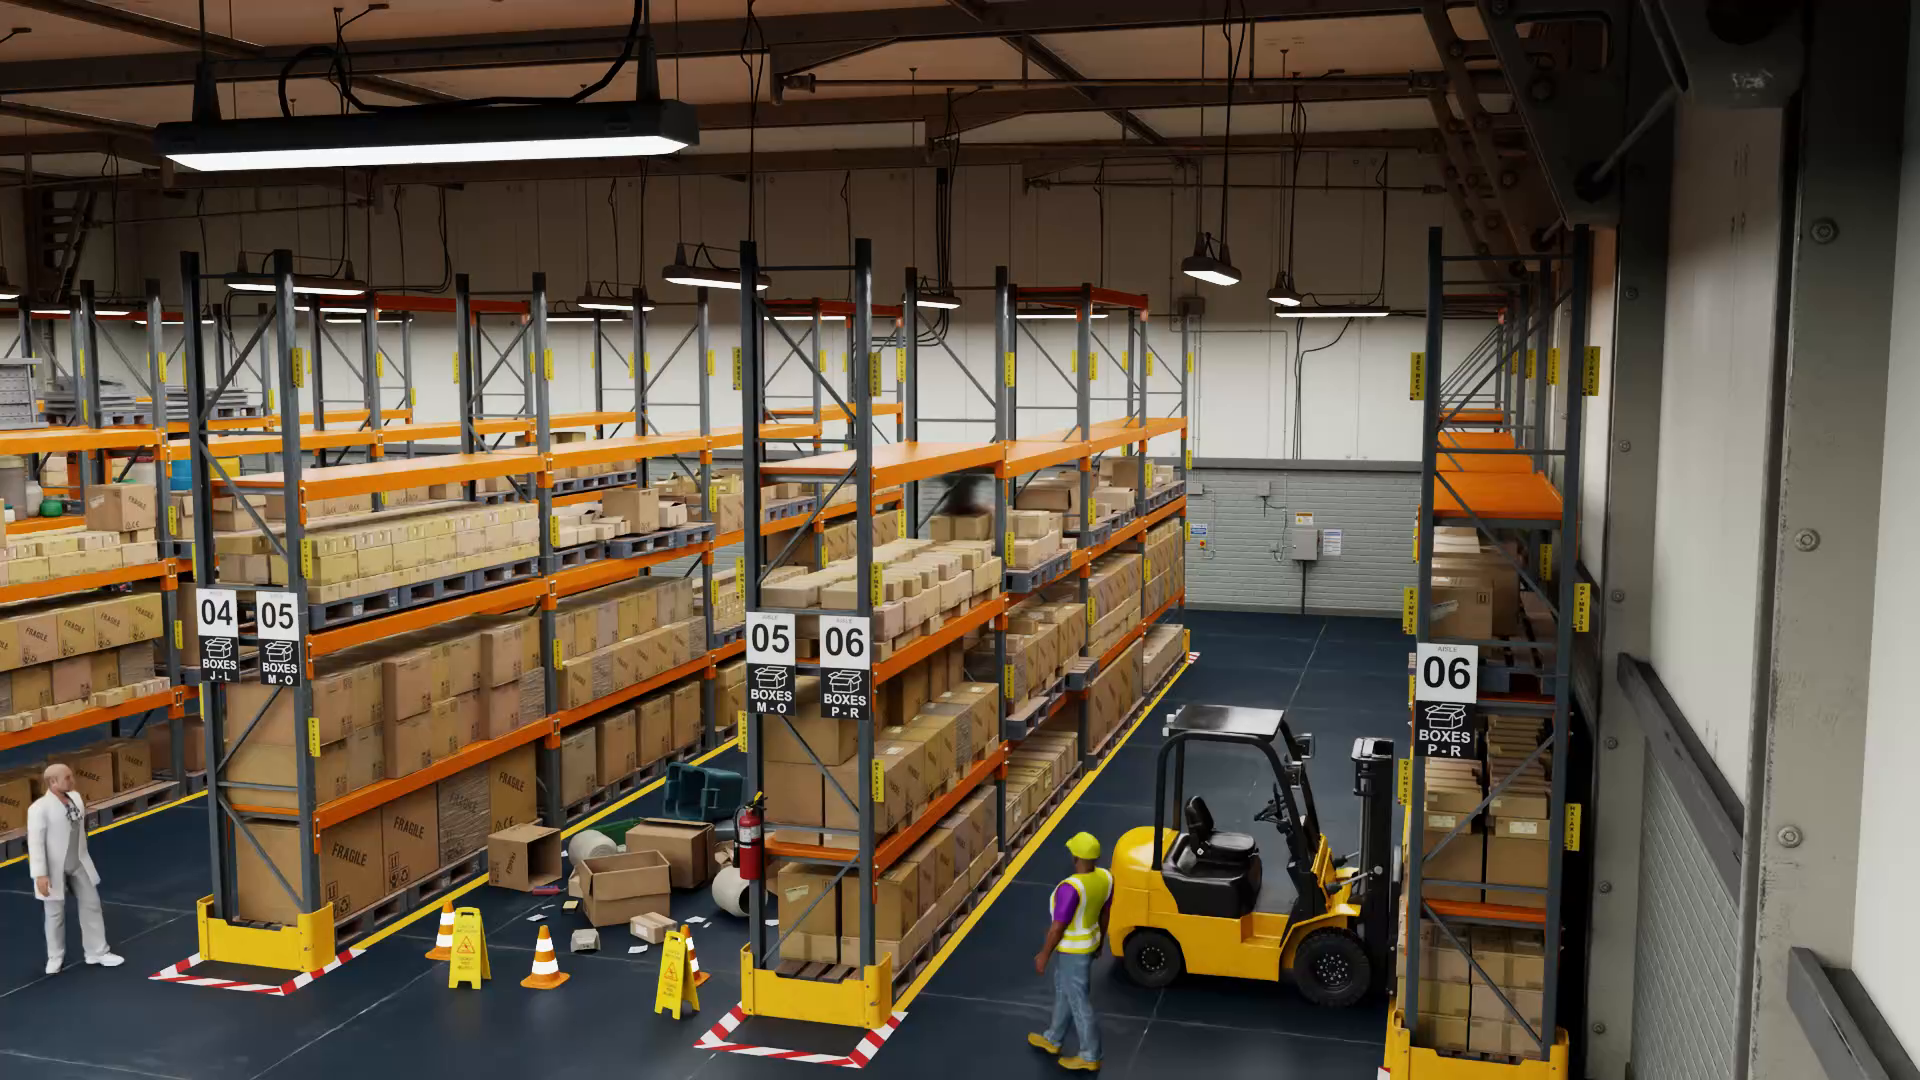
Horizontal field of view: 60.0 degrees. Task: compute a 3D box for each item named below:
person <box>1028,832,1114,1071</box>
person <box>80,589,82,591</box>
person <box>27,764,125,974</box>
[{"bbox_3d":[0.753,2.946,12.063,0.682,1.752,0.595,2,7,19],"label":"person"},{"bbox_3d":[-15.065,1.186,28.140,0.444,1.652,0.707,2,7,13],"label":"person"},{"bbox_3d":[-7.492,2.744,13.900,0.614,1.771,0.637,4,7,30],"label":"person"}]
